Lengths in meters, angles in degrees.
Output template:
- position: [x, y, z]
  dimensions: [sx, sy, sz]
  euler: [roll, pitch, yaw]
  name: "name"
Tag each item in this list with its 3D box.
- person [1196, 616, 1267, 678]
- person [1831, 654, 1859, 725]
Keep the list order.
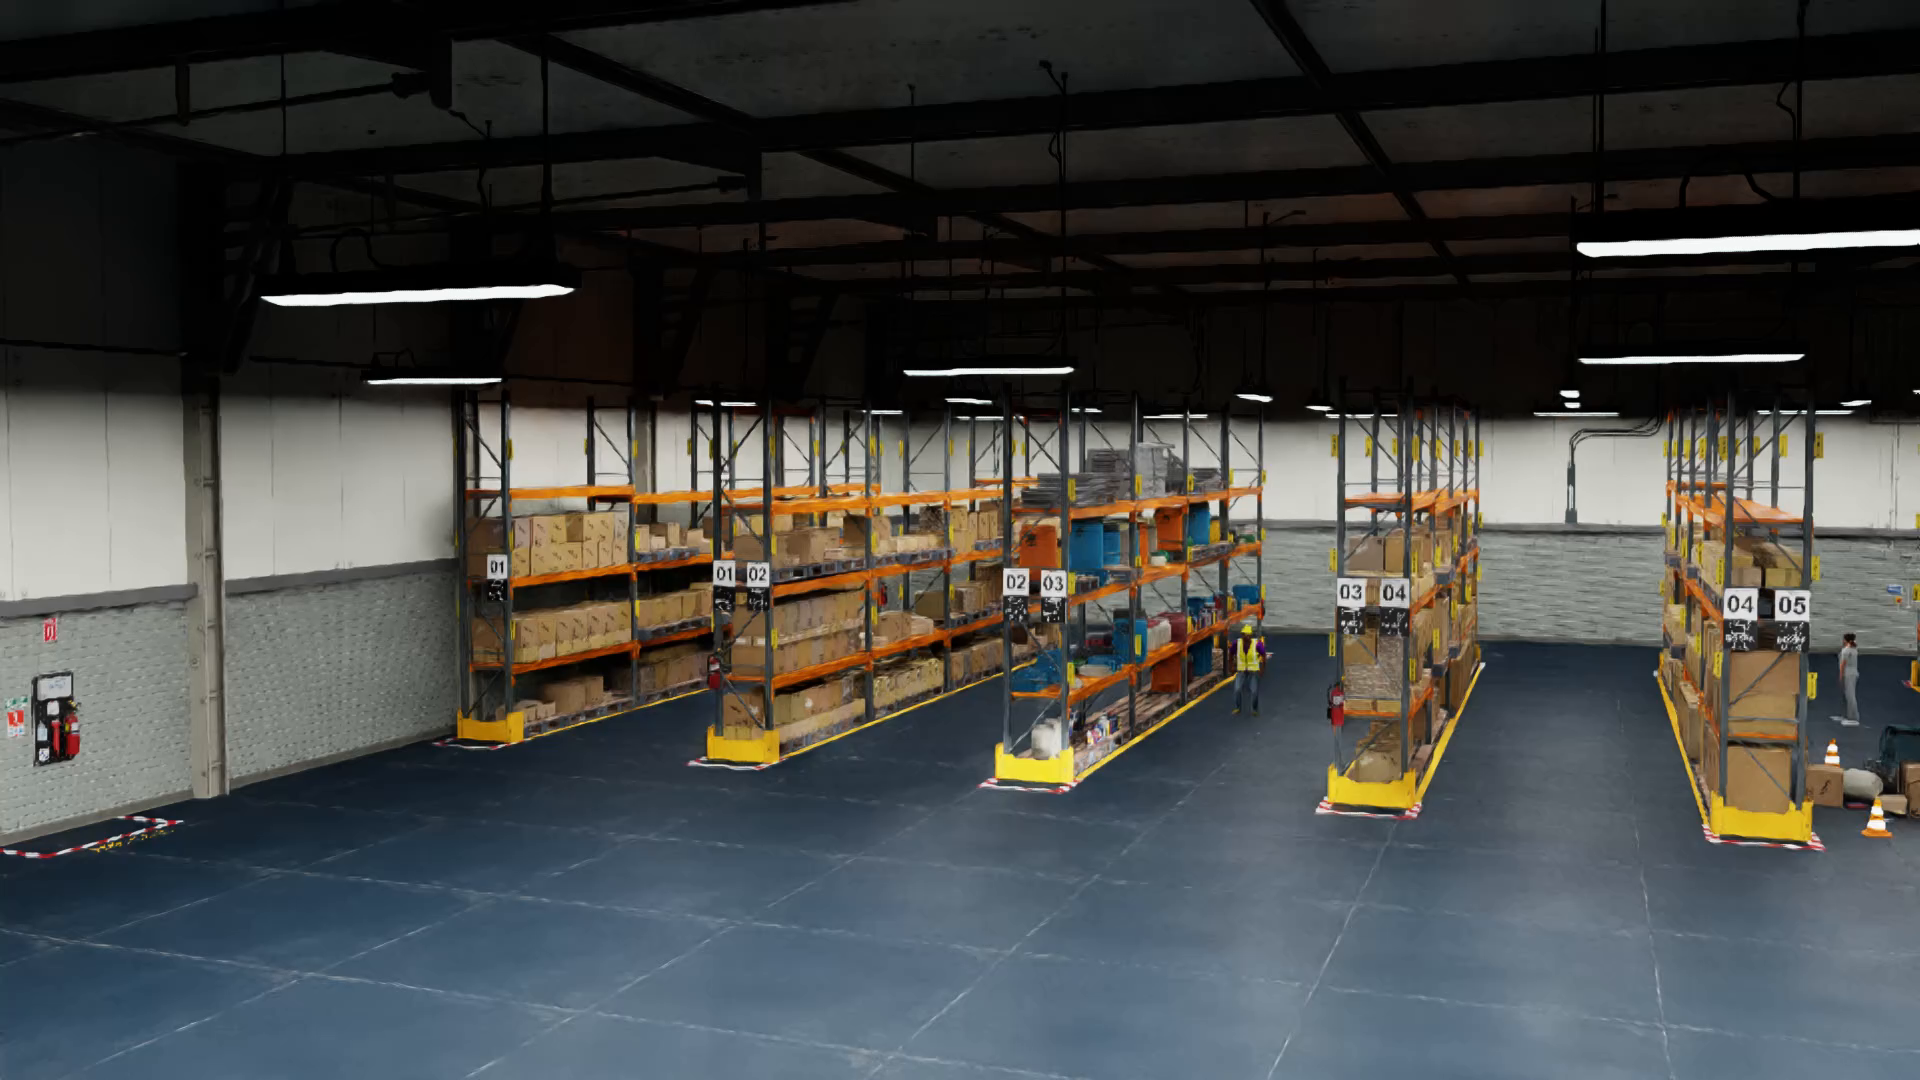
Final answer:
- position: [5.201, 2.065, 32.431]
  dimensions: [1.715, 0.852, 2.781]
  euler: [1, 3, 19]
  name: "person"
- position: [16.052, 2.703, 30.165]
  dimensions: [0.469, 1.242, 0.564]
  euler: [-3, 4, -41]
  name: "person"
